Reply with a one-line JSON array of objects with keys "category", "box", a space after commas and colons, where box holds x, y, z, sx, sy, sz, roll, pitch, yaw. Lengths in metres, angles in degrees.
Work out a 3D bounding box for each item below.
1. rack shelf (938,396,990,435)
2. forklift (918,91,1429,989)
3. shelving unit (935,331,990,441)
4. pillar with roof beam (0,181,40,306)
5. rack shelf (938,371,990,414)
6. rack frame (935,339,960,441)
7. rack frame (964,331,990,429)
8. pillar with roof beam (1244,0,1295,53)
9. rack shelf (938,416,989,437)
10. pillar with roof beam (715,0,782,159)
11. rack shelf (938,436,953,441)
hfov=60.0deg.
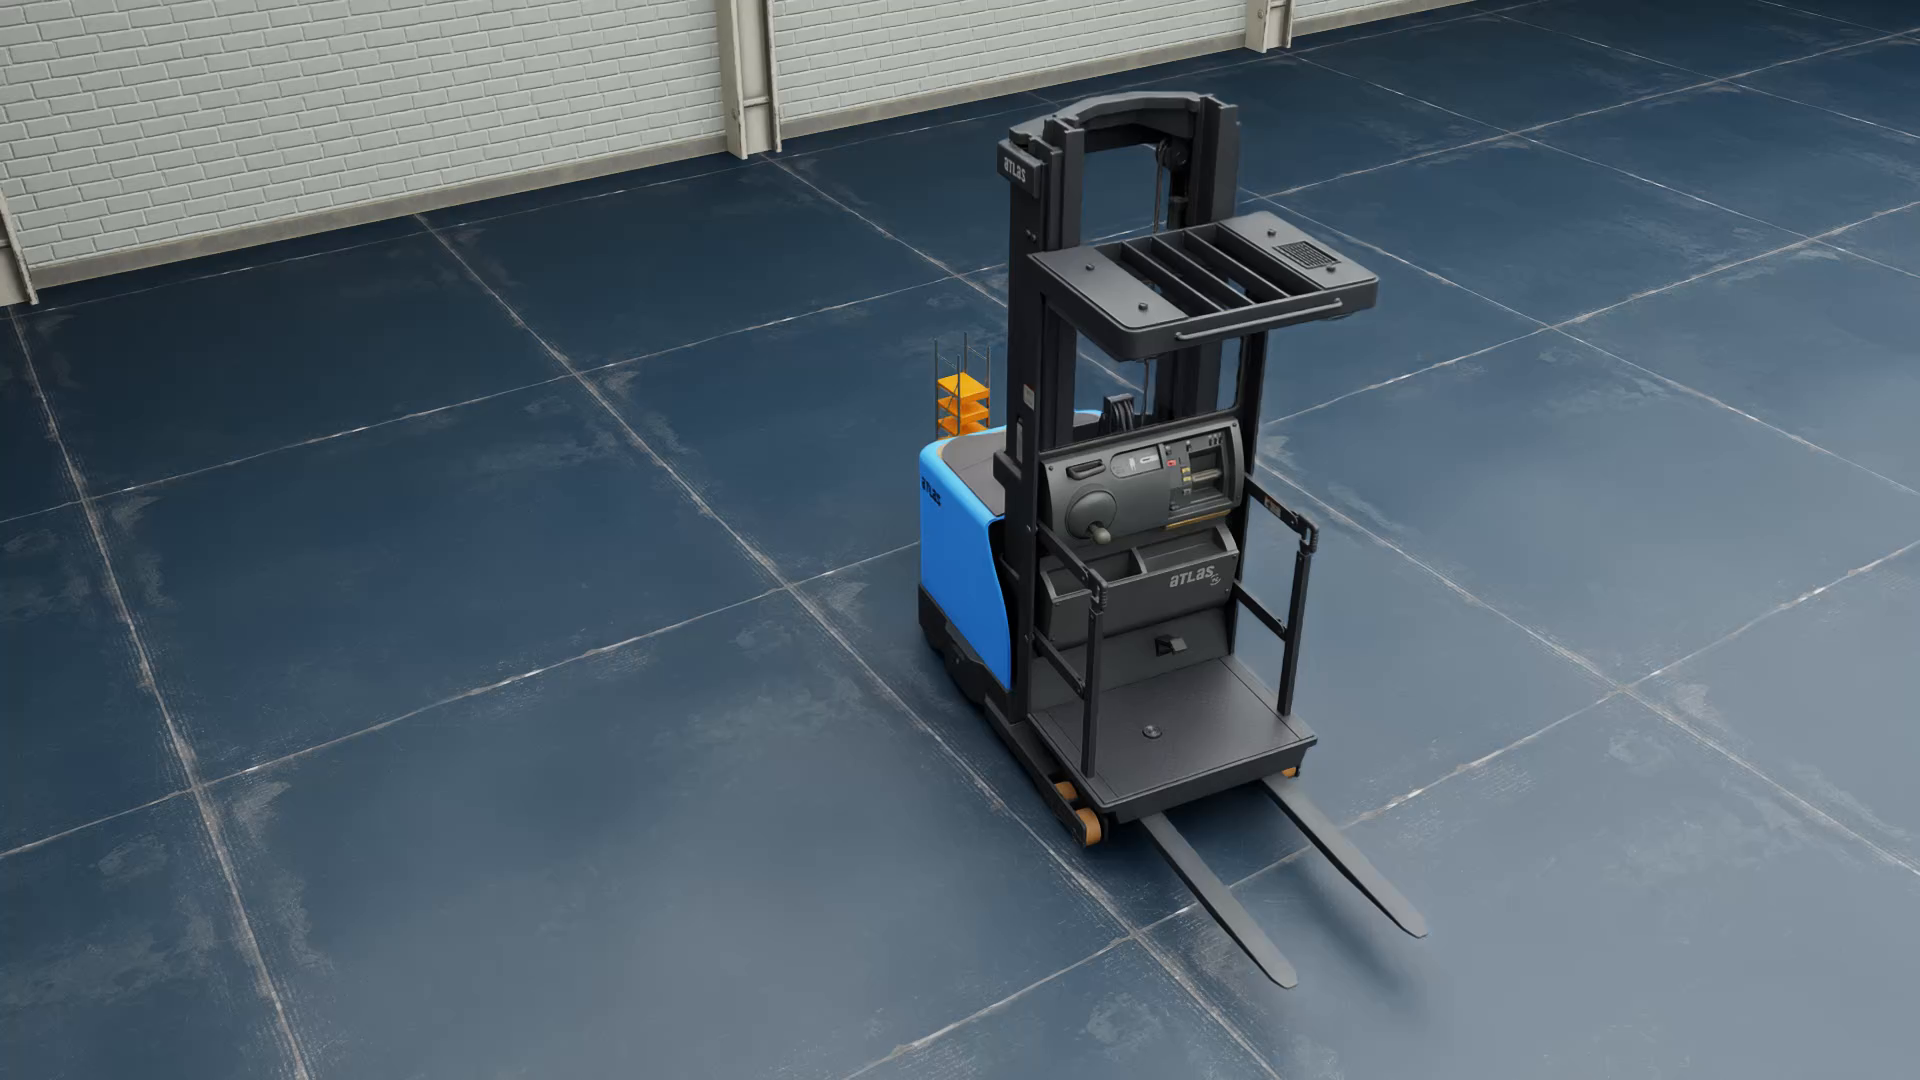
[{"category": "rack shelf", "box": [0.012, -0.677, 8.832, 0.180, 0.103, 0.258, -19, 37, -27]}, {"category": "forklift", "box": [0.872, -0.188, 6.801, 1.130, 2.935, 3.031, -14, 35, -21]}, {"category": "shelving unit", "box": [0.012, -0.512, 8.937, 0.189, 1.200, 0.258, -19, 37, -27]}, {"category": "pillar with roof beam", "box": [-4.532, -3.590, 6.506, 0.400, 9.000, 9.100, -19, 37, -27]}, {"category": "rack shelf", "box": [0.012, -0.779, 8.768, 0.180, 0.103, 0.258, -19, 37, -27]}, {"category": "rack frame", "box": [-0.065, -0.485, 8.895, 0.006, 1.200, 0.240, -19, 37, -27]}, {"category": "rack frame", "box": [0.089, -0.538, 8.978, 0.006, 1.200, 0.240, -19, 37, -27]}, {"category": "pillar with roof beam", "box": [5.554, -7.058, 12.005, 0.400, 9.000, 9.100, -19, 37, -27]}, {"category": "rack shelf", "box": [0.012, -0.576, 8.896, 0.180, 0.103, 0.258, -19, 37, -27]}, {"category": "pillar with roof beam", "box": [0.511, -5.324, 9.255, 0.400, 9.000, 9.100, -19, 37, -27]}, {"category": "rack shelf", "box": [0.012, -0.474, 8.960, 0.180, 0.103, 0.258, -19, 37, -27]}]
